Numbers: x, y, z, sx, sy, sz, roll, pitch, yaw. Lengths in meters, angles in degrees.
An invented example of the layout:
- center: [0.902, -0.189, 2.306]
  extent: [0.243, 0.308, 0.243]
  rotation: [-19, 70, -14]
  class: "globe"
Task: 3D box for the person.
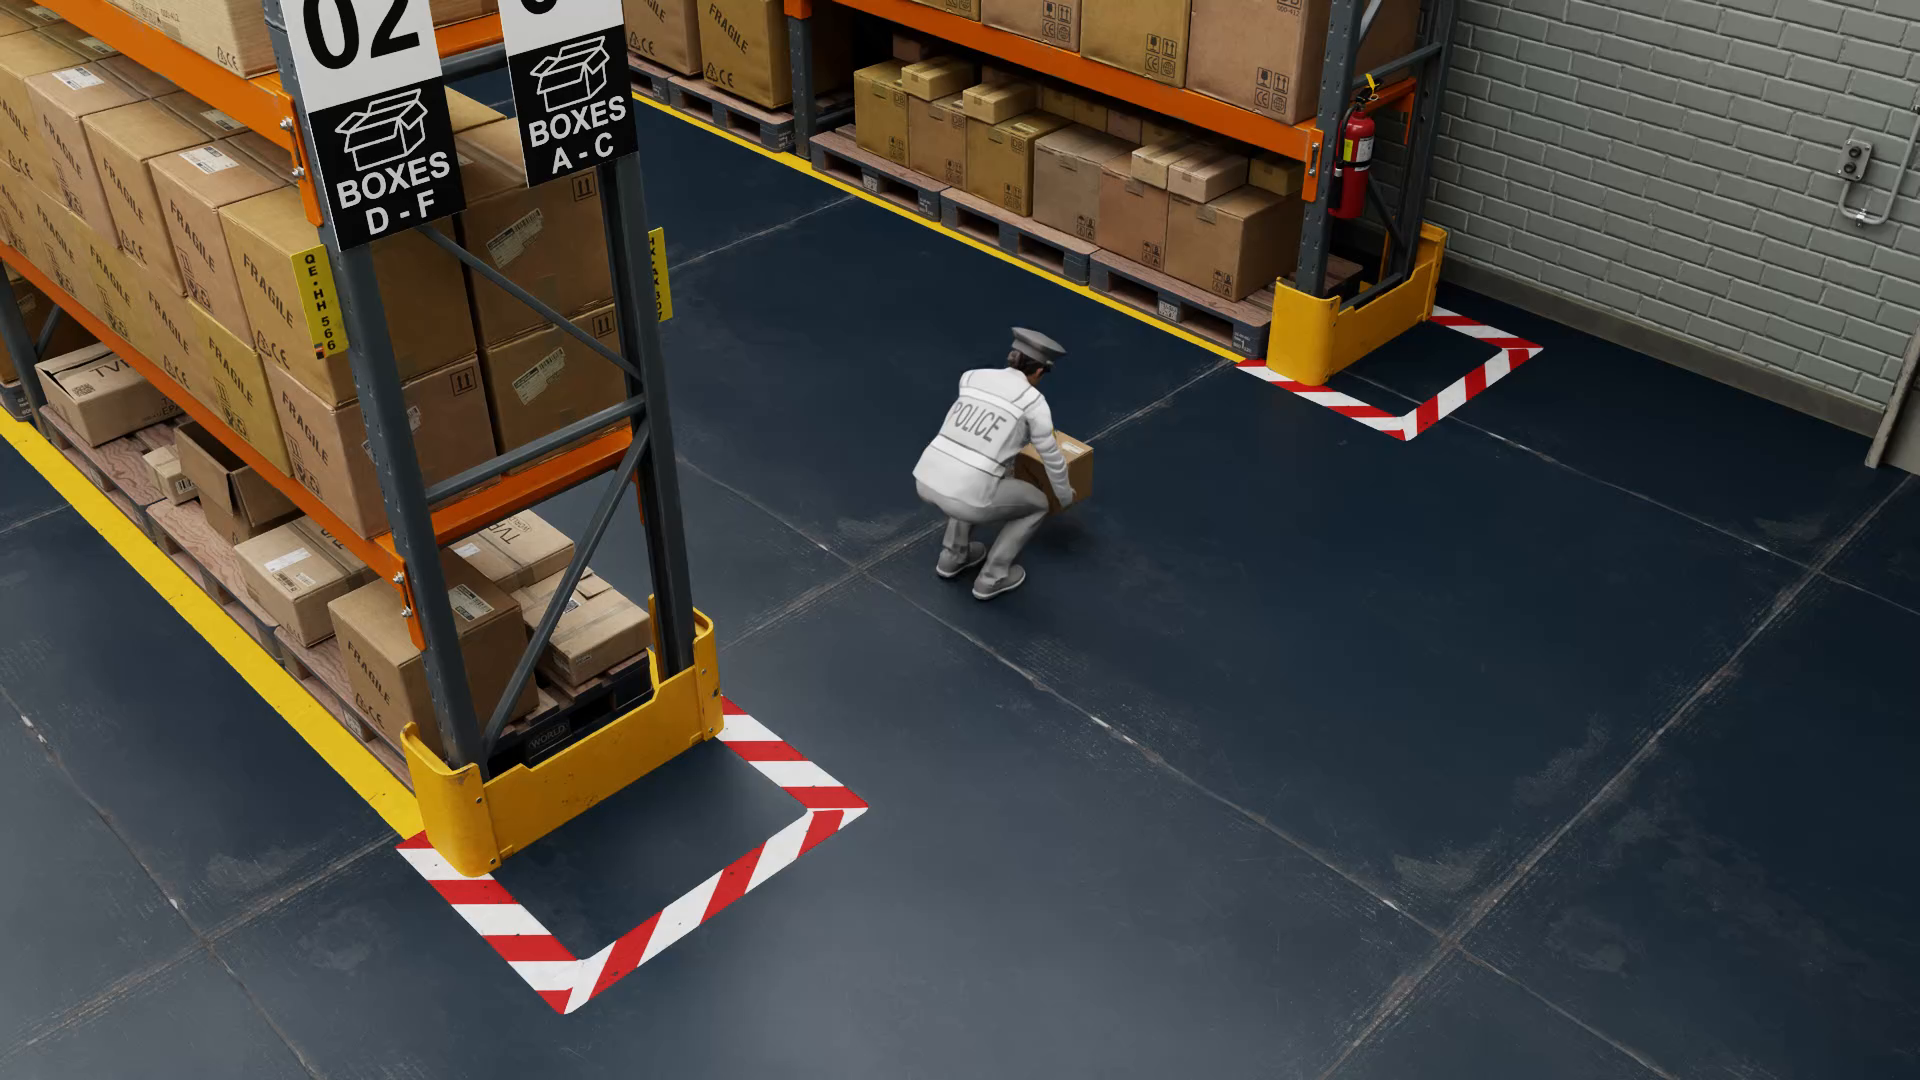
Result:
- center: [0.139, -0.335, 7.125]
  extent: [0.504, 1.073, 0.815]
  rotation: [30, 45, 35]
  class: "person"
